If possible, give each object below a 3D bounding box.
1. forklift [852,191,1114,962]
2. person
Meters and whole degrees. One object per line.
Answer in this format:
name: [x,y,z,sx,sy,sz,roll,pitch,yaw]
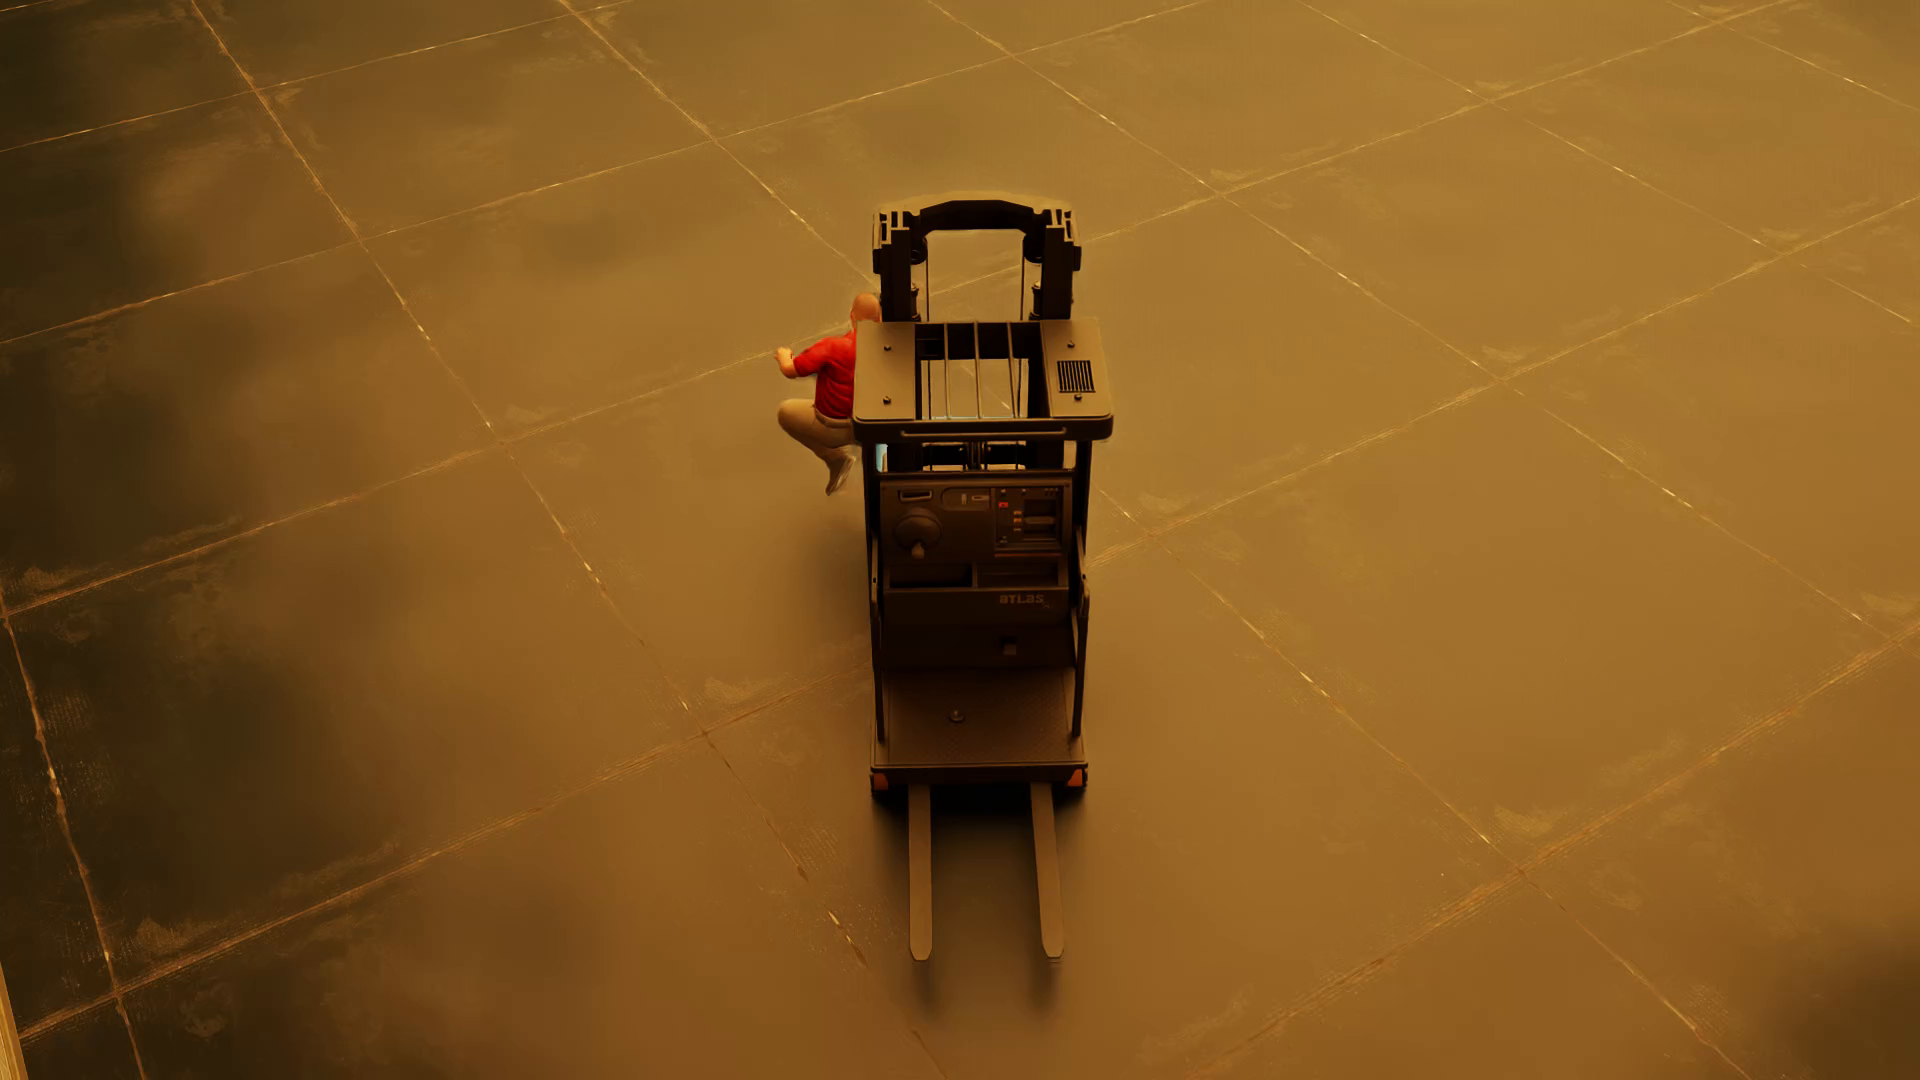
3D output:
forklift: [0.086,-0.021,7.896,1.130,2.935,3.031,-1,41,-1]
person: [-0.661,-0.911,9.948,0.883,1.477,0.798,-9,42,-10]
